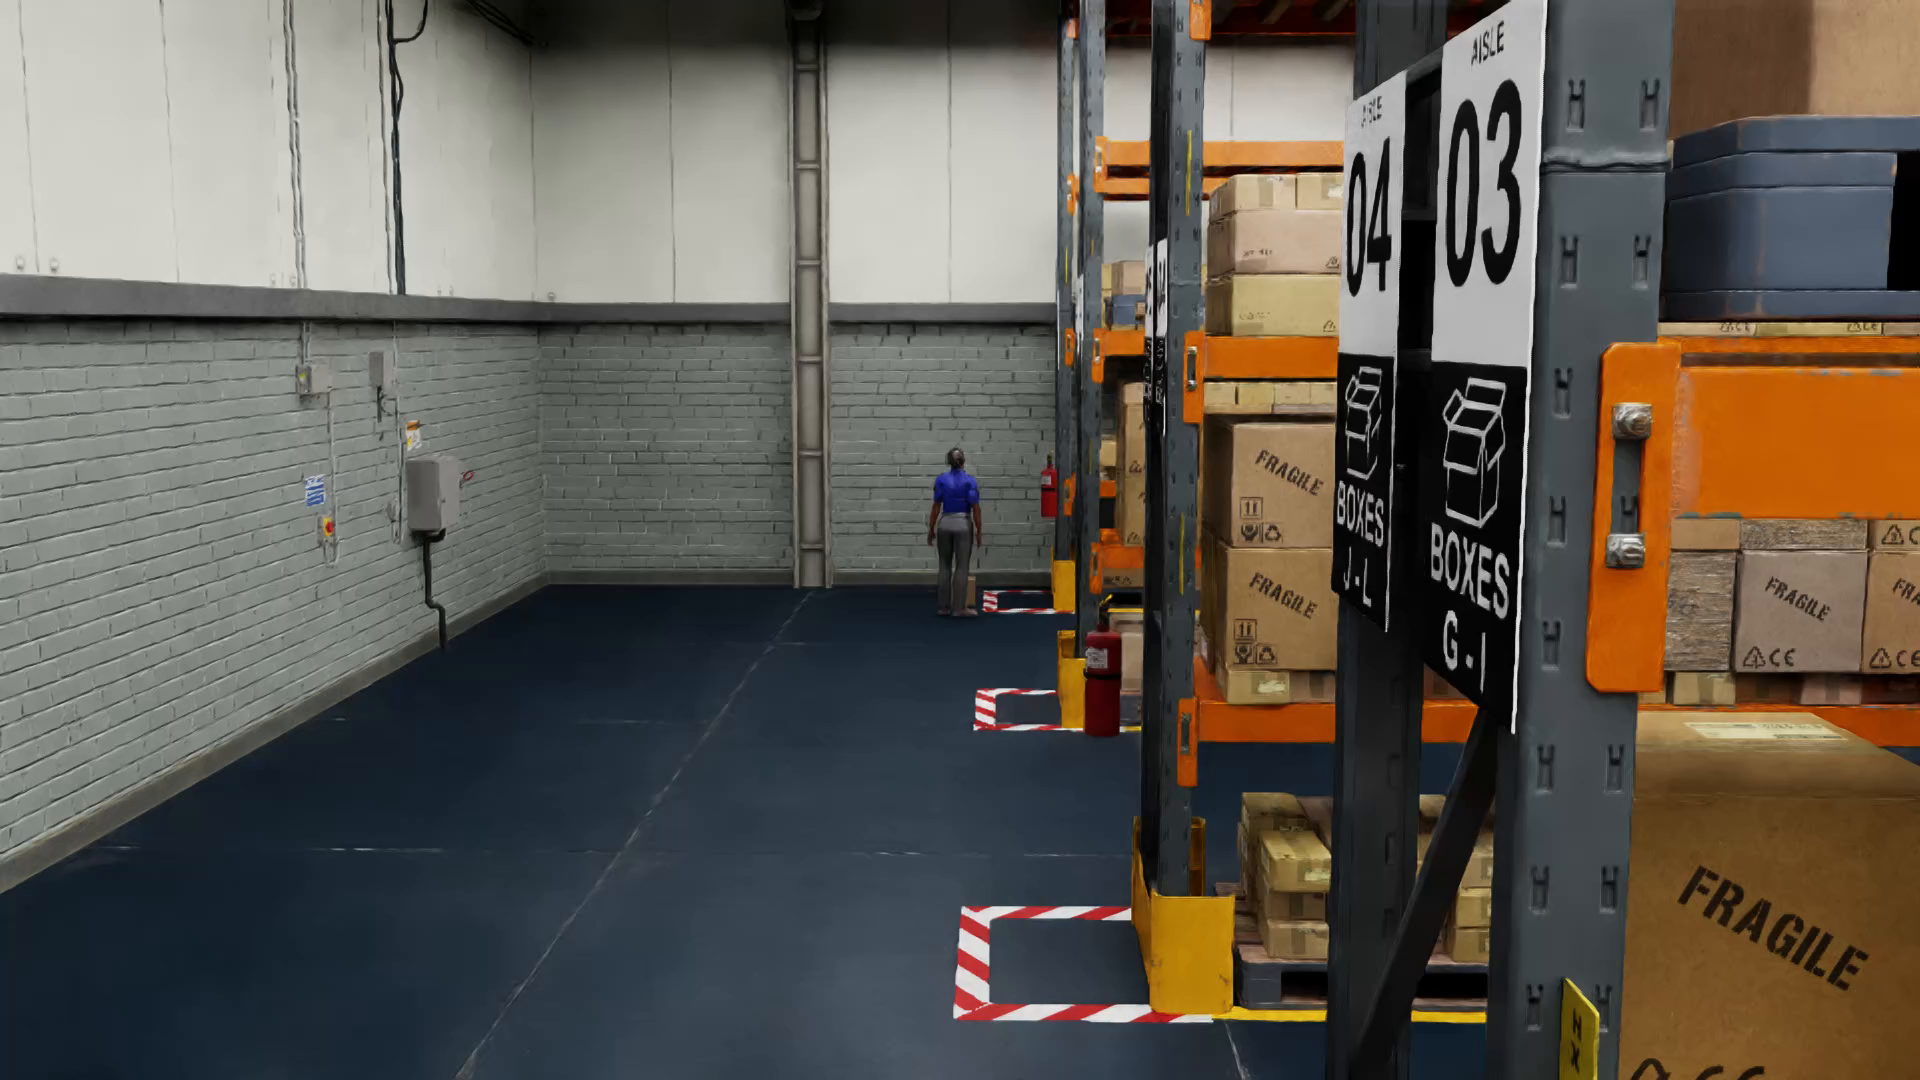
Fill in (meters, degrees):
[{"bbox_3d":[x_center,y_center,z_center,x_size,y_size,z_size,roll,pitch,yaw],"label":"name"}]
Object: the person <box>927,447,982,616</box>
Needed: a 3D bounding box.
[{"bbox_3d":[-0.043,-0.082,16.313,0.550,1.665,0.323,2,8,18],"label":"person"}]
